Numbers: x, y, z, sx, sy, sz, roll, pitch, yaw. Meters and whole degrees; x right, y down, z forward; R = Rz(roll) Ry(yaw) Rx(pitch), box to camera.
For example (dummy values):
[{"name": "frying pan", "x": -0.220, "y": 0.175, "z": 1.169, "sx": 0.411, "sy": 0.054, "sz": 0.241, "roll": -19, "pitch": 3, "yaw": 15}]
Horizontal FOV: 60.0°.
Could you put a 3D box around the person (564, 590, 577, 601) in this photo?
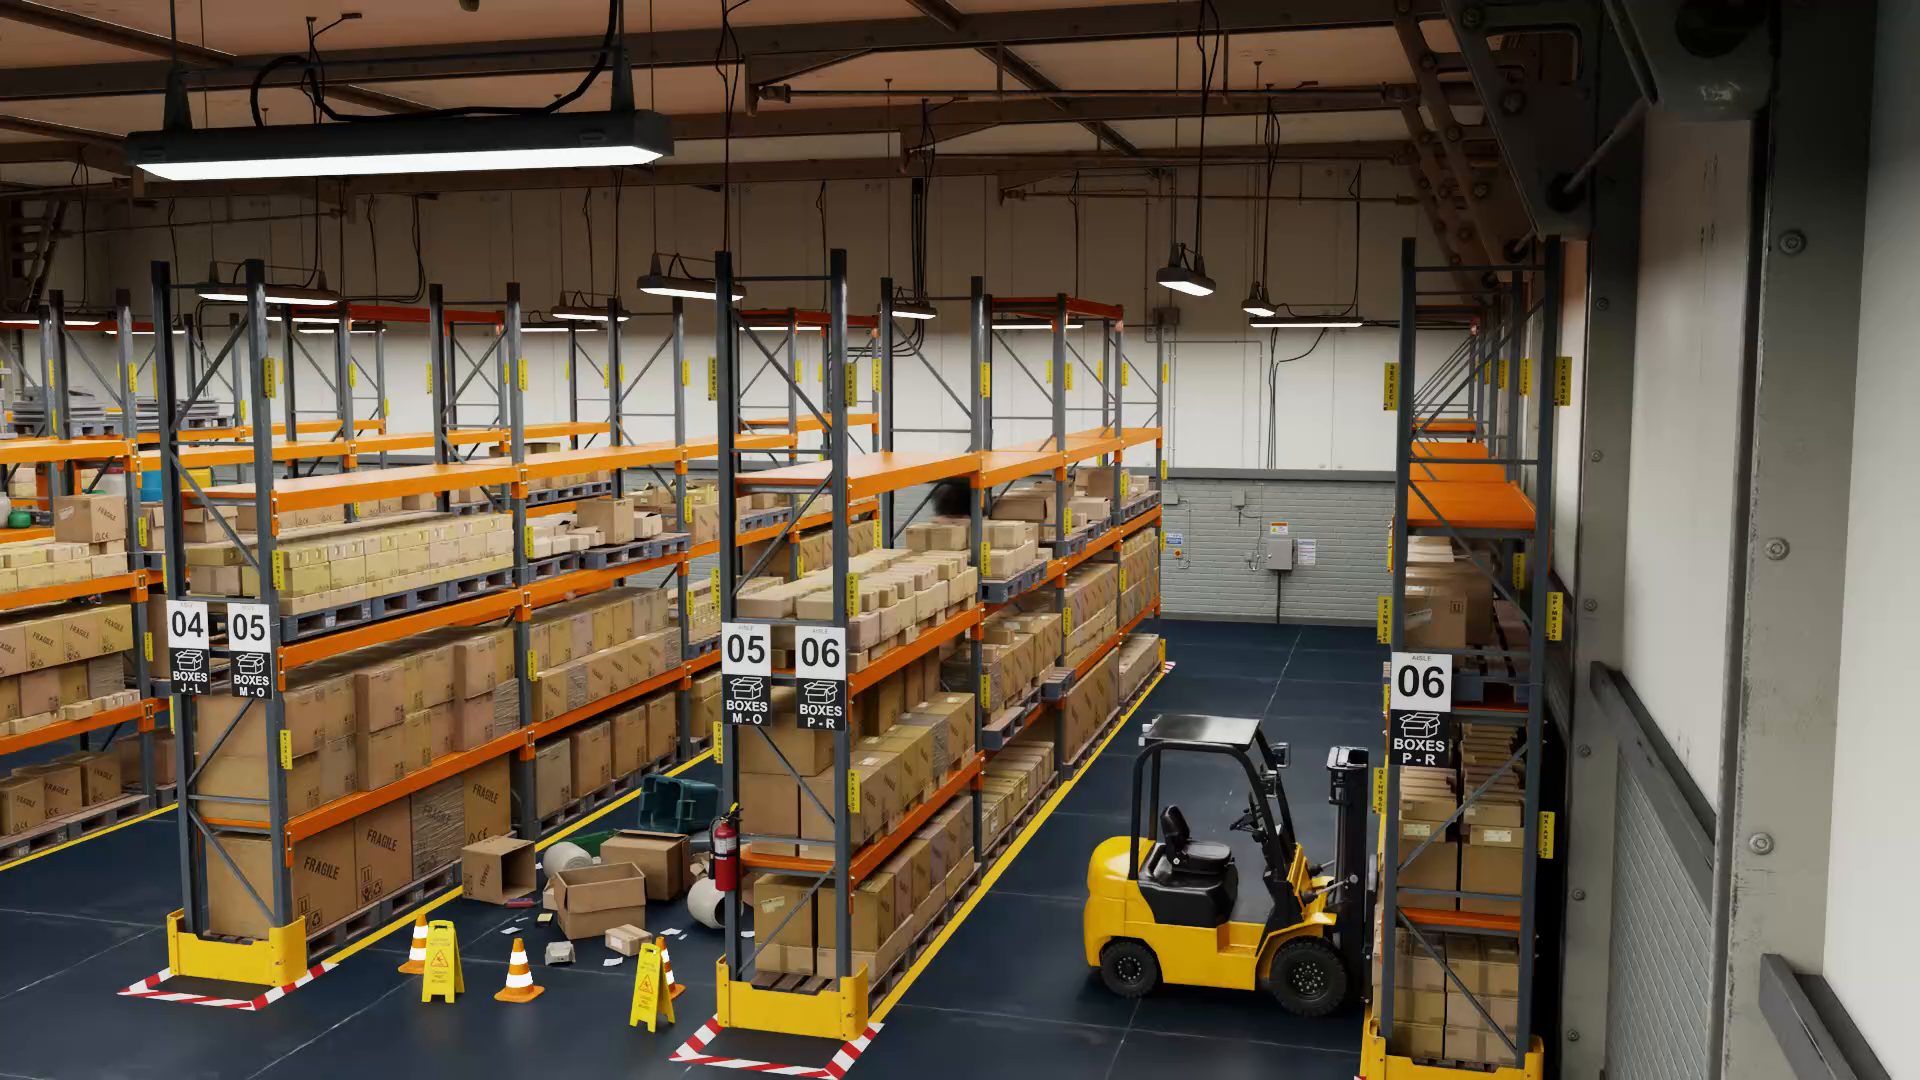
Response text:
[{"name": "person", "x": -6.131, "y": 1.542, "z": 26.209, "sx": 0.575, "sy": 1.652, "sz": 0.970, "roll": 1, "pitch": 6, "yaw": 13}]
